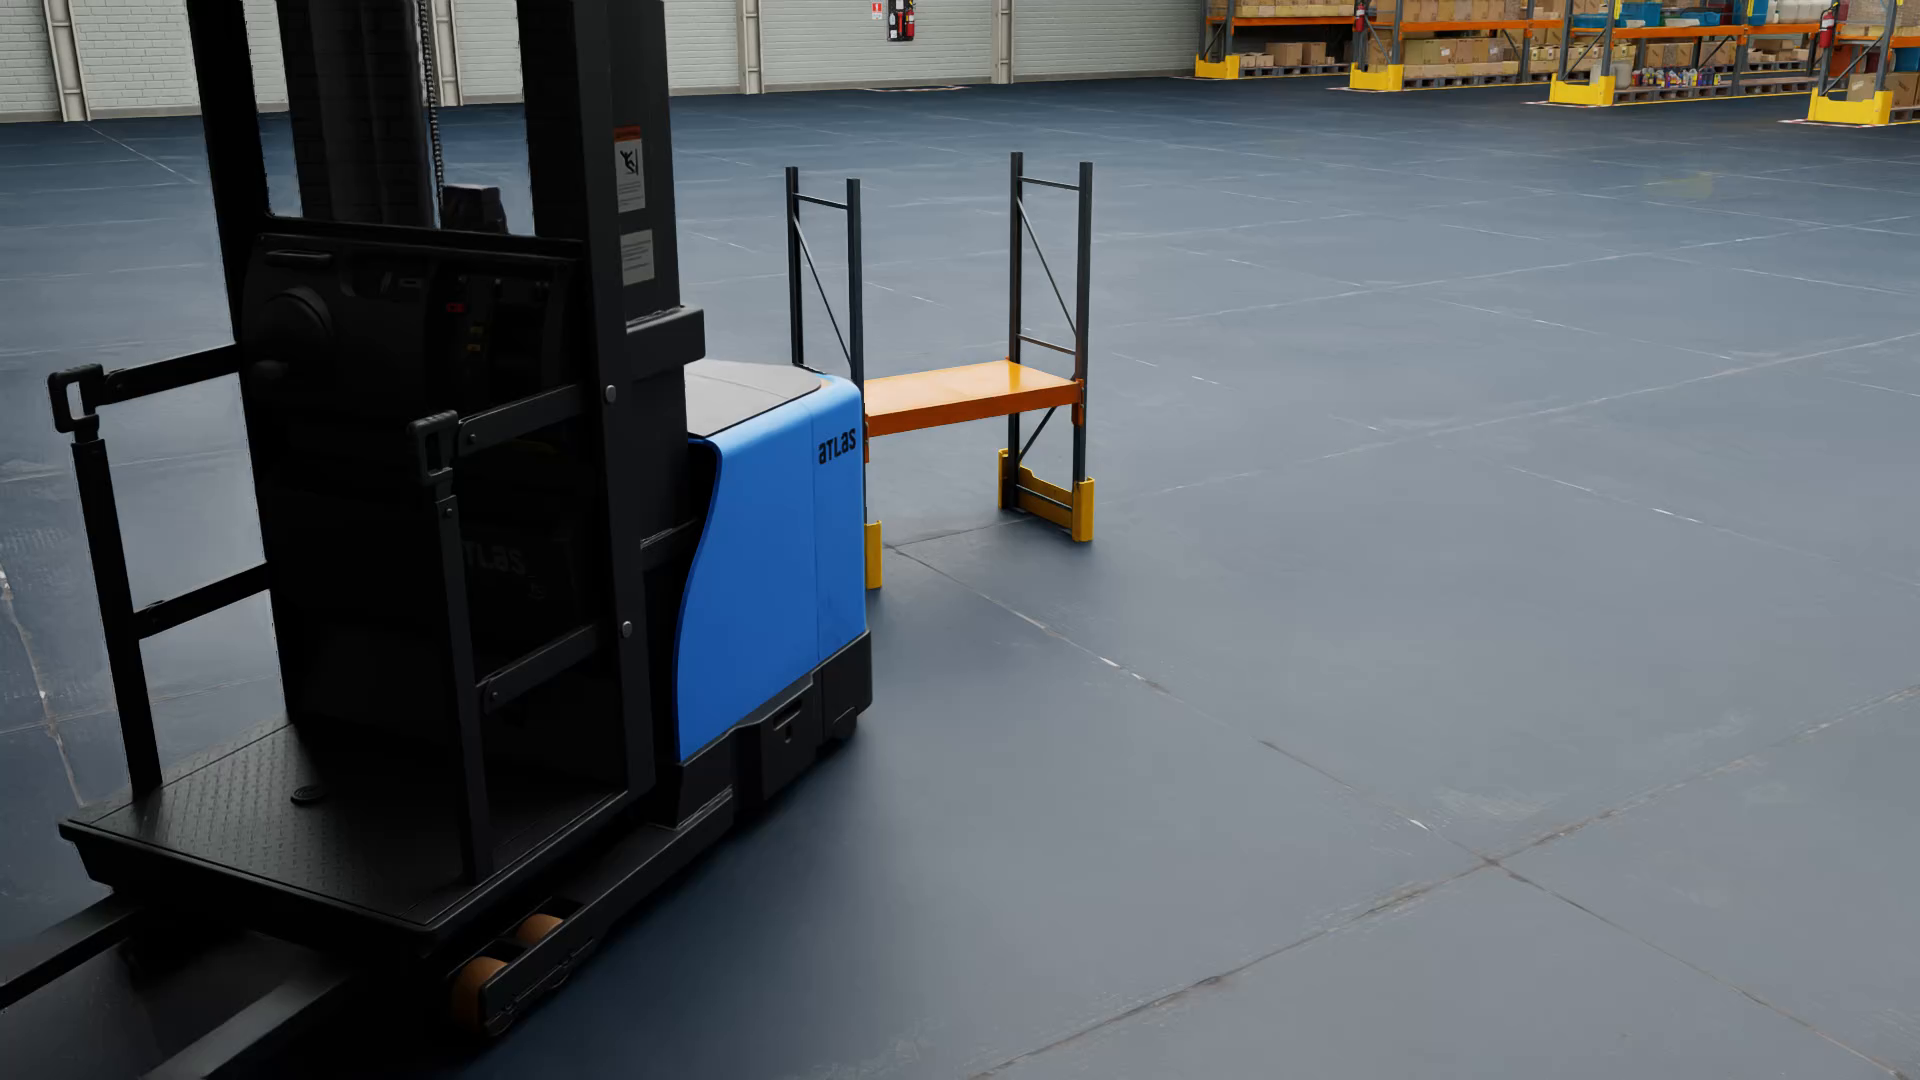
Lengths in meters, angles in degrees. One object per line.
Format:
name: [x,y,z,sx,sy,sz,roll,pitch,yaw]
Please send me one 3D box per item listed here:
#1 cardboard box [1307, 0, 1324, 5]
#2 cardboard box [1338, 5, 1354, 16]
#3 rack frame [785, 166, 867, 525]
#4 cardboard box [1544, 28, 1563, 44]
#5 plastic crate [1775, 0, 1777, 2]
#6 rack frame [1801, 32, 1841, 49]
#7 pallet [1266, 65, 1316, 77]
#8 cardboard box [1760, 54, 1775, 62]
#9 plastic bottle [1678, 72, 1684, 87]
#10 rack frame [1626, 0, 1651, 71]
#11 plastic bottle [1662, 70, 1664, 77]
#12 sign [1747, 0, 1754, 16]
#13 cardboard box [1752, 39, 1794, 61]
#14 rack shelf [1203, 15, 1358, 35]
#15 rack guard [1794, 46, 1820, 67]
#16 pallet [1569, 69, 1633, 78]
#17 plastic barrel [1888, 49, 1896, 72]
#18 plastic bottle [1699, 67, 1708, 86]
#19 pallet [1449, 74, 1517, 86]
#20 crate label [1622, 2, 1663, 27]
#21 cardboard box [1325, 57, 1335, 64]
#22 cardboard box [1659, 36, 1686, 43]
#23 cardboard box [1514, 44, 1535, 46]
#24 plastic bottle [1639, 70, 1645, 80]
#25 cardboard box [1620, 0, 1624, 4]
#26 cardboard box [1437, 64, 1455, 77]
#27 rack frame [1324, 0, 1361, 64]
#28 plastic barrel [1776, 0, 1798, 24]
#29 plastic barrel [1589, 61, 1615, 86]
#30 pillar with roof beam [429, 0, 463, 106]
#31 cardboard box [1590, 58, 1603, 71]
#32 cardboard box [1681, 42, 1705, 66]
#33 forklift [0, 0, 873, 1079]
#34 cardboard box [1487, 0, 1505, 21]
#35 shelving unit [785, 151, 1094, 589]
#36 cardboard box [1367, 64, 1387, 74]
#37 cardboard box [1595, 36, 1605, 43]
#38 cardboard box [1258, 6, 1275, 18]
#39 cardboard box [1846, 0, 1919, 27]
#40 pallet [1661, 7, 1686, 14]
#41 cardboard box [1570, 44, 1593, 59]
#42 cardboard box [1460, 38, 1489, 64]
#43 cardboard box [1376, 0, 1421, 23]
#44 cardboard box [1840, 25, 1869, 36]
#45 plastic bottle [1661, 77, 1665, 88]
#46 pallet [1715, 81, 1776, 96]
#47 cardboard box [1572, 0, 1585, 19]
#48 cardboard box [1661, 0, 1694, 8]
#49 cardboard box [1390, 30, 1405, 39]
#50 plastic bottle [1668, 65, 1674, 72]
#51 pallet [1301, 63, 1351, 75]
cardboard box: [8.084,-12.658,38.534,0.500,0.500,0.500,-13,22,-33]
cardboard box: [8.920,-12.479,39.177,0.500,0.250,0.500,-12,22,-31]
rack frame: [-0.496,-0.606,6.195,0.032,1.500,0.500,-12,22,-31]
cardboard box: [15.359,-13.146,43.646,0.750,0.750,0.750,-12,22,-31]
plastic crate: [16.420,-10.588,33.278,0.583,0.464,0.402,-12,22,-31]
rack frame: [21.898,-13.495,41.978,0.127,3.000,1.000,-12,22,-31]
pallet: [7.587,-11.040,39.072,1.213,0.211,1.003,-12,22,-31]
cardboard box: [19.744,-11.827,40.783,0.250,0.166,0.380,-12,22,-31]
plastic bottle: [13.481,-8.616,31.121,0.097,0.271,0.097,0,19,0]
rack frame: [15.217,-12.086,37.810,0.127,3.000,1.000,-12,22,-31]
plastic bottle: [13.435,-8.871,31.874,0.097,0.271,0.097,0,19,0]
sign: [14.891,-10.037,31.319,0.005,0.325,0.100,-12,22,-31]
cardboard box: [20.124,-12.148,41.206,0.637,0.503,0.797,-12,22,-31]
rack shelf: [7.478,-12.012,38.716,4.000,0.370,1.077,-12,22,-31]
rack guard: [21.835,-12.297,42.338,0.348,0.500,1.175,-12,22,-31]
pallet: [14.508,-10.630,37.858,1.213,0.211,1.003,-12,22,-31]
plastic barrel: [19.703,-10.193,35.441,0.421,0.512,0.421,0,19,0]
plastic bottle: [14.058,-8.785,31.495,0.185,0.351,0.144,-13,23,-34]
pallet: [11.189,-9.931,35.791,1.213,0.211,1.003,-12,22,-31]
crate label: [12.645,-9.764,30.888,0.616,0.435,0.502,-12,22,-31]
cardboard box: [8.718,-11.469,39.724,0.250,0.166,0.380,-16,24,-38]
cardboard box: [16.766,-11.885,39.261,0.500,0.250,0.500,-12,22,-32]
cardboard box: [12.488,-10.784,36.723,0.500,0.311,0.500,-11,22,-30]
plastic bottle: [12.891,-8.771,31.572,0.135,0.276,0.152,-13,22,-33]
cardboard box: [17.507,-14.606,44.795,0.700,0.700,0.980,-13,23,-34]
cardboard box: [9.939,-9.785,34.642,0.500,0.250,0.500,-12,22,-31]
rack frame: [9.149,-12.705,39.643,0.127,3.000,1.000,-12,22,-31]
plastic barrel: [16.130,-10.359,32.490,0.433,0.535,0.433,0,19,0]
plastic barrel: [11.764,-8.508,30.455,0.421,0.512,0.421,0,19,0]
pillar with roof beam: [-6.749,-10.875,24.863,0.400,9.000,9.100,-12,22,-31]
cardboard box: [14.062,-10.644,37.185,0.500,0.250,0.500,-11,22,-30]
cardboard box: [17.043,-11.388,38.961,0.500,0.500,0.500,-13,23,-33]
forklift: [-1.350,-0.478,3.582,1.130,2.935,3.031,9,20,24]
cardboard box: [11.072,-11.254,35.193,0.500,0.500,0.700,-12,22,-32]
shelving unit: [-0.064,-0.697,6.465,1.083,1.500,0.587,-12,22,-31]
cardboard box: [8.821,-9.746,34.528,0.500,0.250,0.500,-12,22,-31]
cardboard box: [16.933,-13.321,44.712,0.500,0.500,0.700,-12,22,-32]
cardboard box: [6.816,-12.036,37.864,0.500,0.250,0.500,-13,22,-33]
cardboard box: [14.455,-8.304,26.003,0.500,0.500,0.875,-12,22,-31]
pallet: [16.839,-12.338,38.857,1.213,0.211,1.003,-12,22,-31]
cardboard box: [13.642,-10.820,36.829,0.500,0.311,0.500,-11,22,-30]
cardboard box: [10.770,-10.318,35.049,0.500,0.500,0.500,-12,22,-31]
cardboard box: [8.933,-10.803,33.859,0.500,0.500,0.700,-12,22,-31]
cardboard box: [14.105,-8.012,26.154,0.250,0.149,0.380,-12,22,-31]
plastic bottle: [13.029,-8.488,30.850,0.097,0.201,0.097,0,19,0]
pallet: [15.232,-8.883,32.691,1.213,0.211,1.003,-12,22,-31]
cardboard box: [13.385,-11.740,36.632,0.500,0.500,0.500,-12,22,-31]
cardboard box: [16.550,-12.583,38.469,0.500,0.500,0.700,-8,20,-21]
cardboard box: [10.553,-12.390,40.755,0.500,0.250,0.500,-13,22,-33]
plastic bottle: [13.695,-8.978,32.066,0.185,0.351,0.144,-11,22,-30]
pallet: [8.607,-11.257,39.712,1.213,0.211,1.003,-12,22,-31]
